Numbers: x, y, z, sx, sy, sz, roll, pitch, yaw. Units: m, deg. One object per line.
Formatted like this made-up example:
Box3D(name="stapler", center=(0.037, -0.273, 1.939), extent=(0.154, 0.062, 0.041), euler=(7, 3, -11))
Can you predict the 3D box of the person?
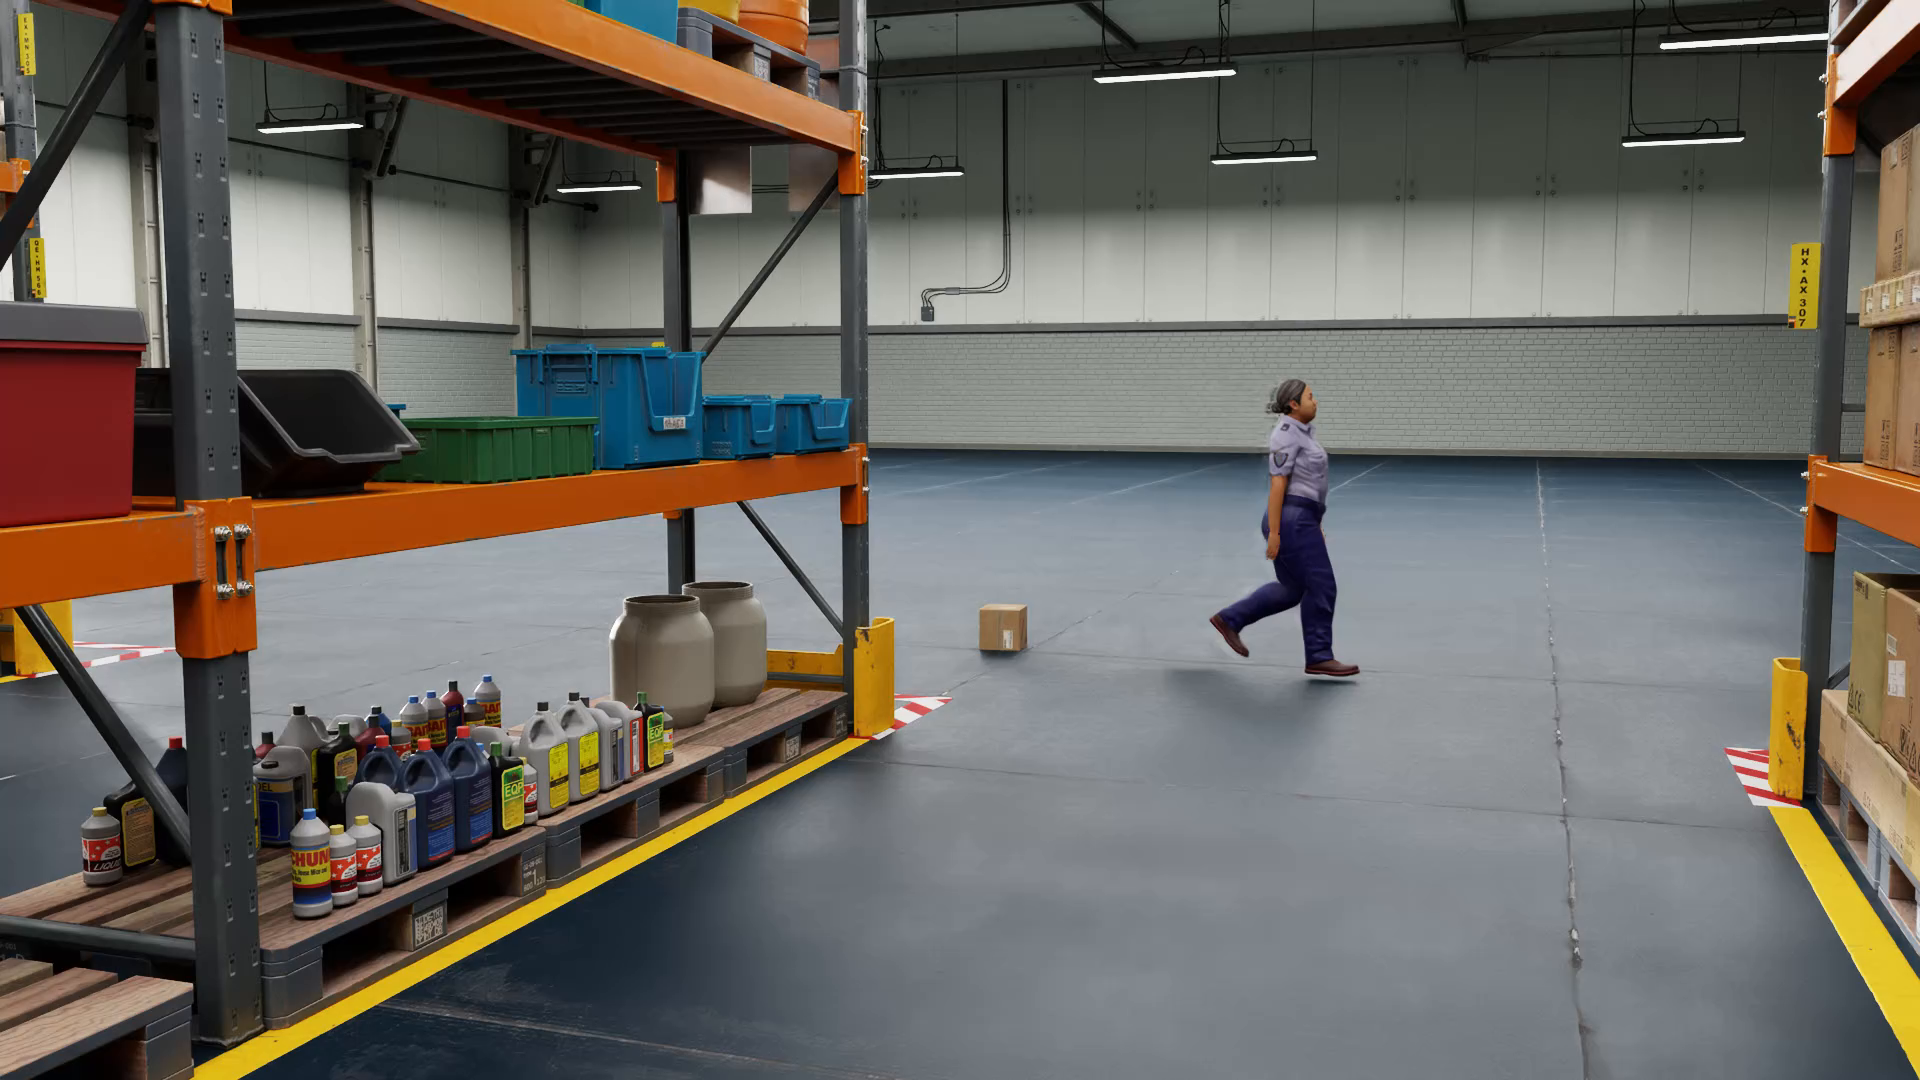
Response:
Box3D(name="person", center=(1.793, -0.082, 9.129), extent=(0.837, 1.605, 0.492), euler=(2, 6, 20))
